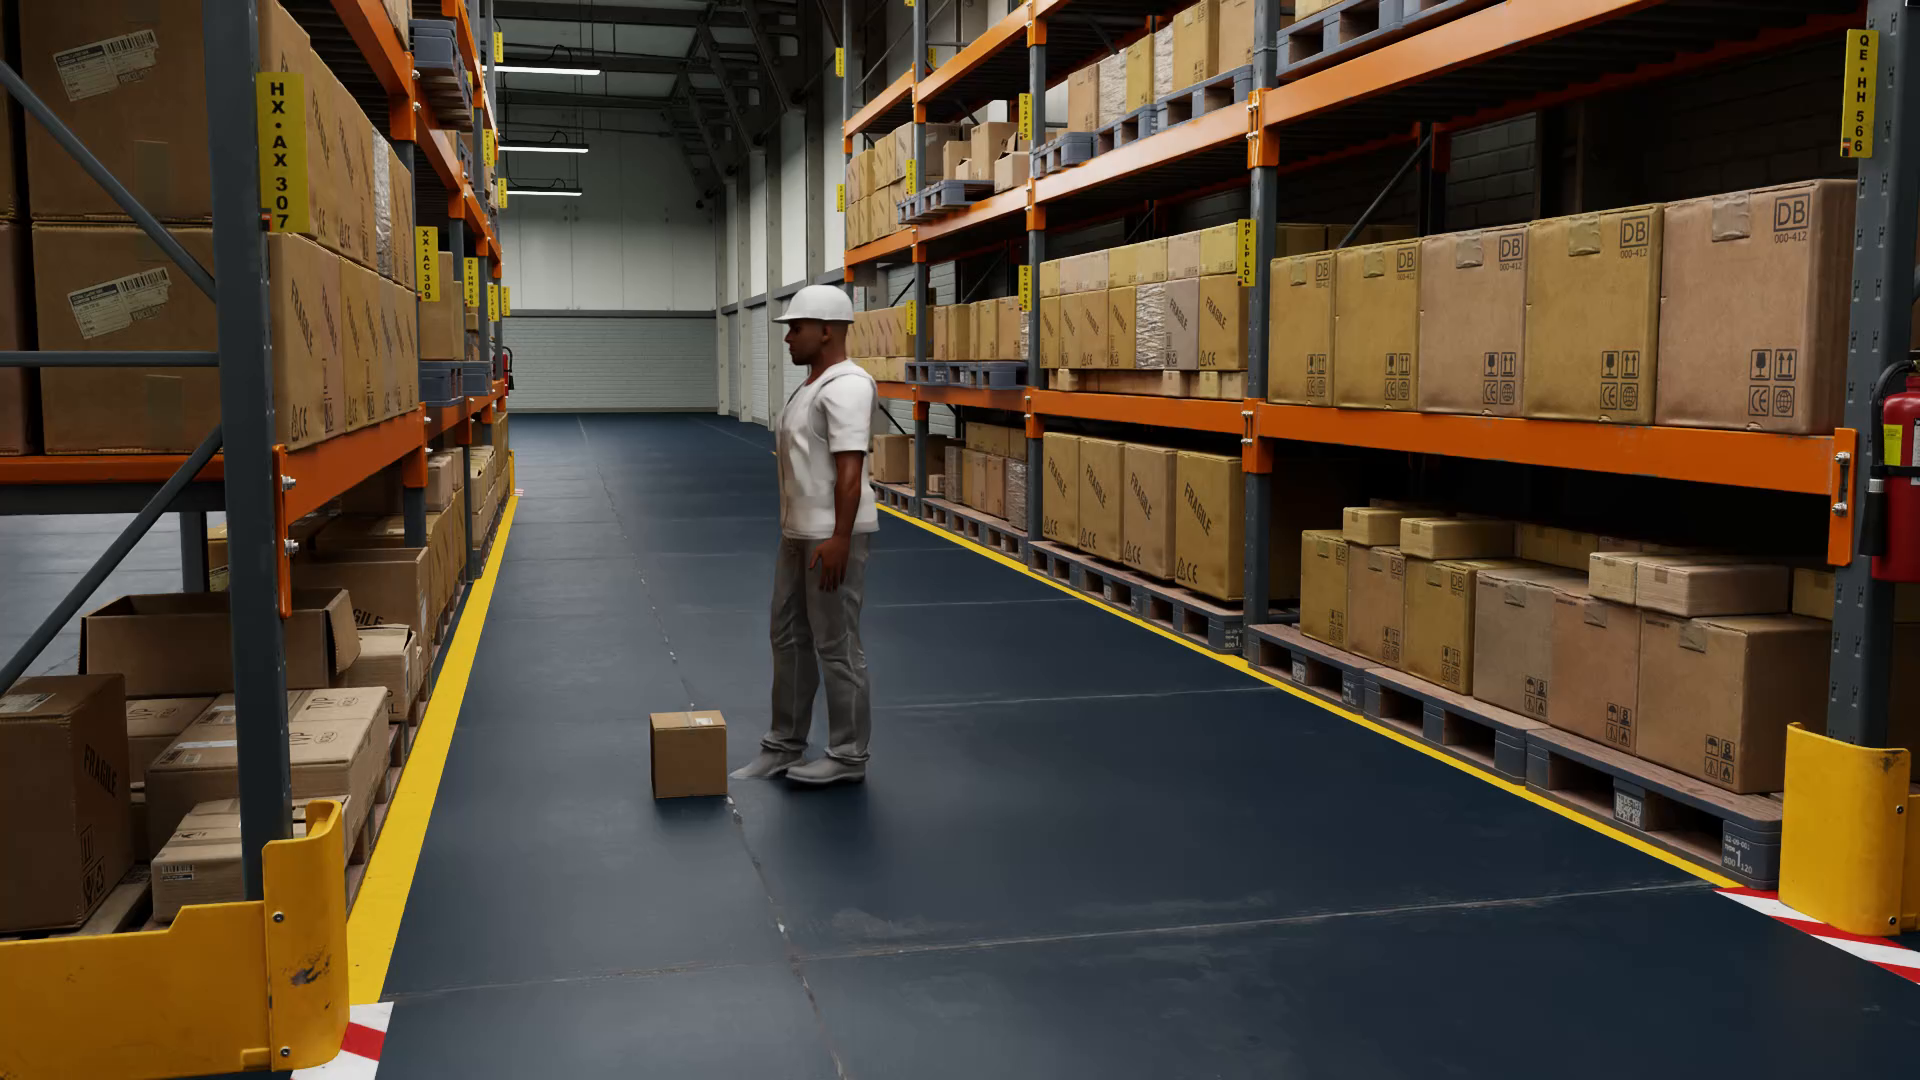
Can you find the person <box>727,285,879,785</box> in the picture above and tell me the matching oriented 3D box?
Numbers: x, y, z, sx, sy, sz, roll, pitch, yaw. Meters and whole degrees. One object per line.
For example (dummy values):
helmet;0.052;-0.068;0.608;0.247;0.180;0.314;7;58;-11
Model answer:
person;-0.548;0.007;5.881;0.511;1.804;0.602;-2;7;-22
